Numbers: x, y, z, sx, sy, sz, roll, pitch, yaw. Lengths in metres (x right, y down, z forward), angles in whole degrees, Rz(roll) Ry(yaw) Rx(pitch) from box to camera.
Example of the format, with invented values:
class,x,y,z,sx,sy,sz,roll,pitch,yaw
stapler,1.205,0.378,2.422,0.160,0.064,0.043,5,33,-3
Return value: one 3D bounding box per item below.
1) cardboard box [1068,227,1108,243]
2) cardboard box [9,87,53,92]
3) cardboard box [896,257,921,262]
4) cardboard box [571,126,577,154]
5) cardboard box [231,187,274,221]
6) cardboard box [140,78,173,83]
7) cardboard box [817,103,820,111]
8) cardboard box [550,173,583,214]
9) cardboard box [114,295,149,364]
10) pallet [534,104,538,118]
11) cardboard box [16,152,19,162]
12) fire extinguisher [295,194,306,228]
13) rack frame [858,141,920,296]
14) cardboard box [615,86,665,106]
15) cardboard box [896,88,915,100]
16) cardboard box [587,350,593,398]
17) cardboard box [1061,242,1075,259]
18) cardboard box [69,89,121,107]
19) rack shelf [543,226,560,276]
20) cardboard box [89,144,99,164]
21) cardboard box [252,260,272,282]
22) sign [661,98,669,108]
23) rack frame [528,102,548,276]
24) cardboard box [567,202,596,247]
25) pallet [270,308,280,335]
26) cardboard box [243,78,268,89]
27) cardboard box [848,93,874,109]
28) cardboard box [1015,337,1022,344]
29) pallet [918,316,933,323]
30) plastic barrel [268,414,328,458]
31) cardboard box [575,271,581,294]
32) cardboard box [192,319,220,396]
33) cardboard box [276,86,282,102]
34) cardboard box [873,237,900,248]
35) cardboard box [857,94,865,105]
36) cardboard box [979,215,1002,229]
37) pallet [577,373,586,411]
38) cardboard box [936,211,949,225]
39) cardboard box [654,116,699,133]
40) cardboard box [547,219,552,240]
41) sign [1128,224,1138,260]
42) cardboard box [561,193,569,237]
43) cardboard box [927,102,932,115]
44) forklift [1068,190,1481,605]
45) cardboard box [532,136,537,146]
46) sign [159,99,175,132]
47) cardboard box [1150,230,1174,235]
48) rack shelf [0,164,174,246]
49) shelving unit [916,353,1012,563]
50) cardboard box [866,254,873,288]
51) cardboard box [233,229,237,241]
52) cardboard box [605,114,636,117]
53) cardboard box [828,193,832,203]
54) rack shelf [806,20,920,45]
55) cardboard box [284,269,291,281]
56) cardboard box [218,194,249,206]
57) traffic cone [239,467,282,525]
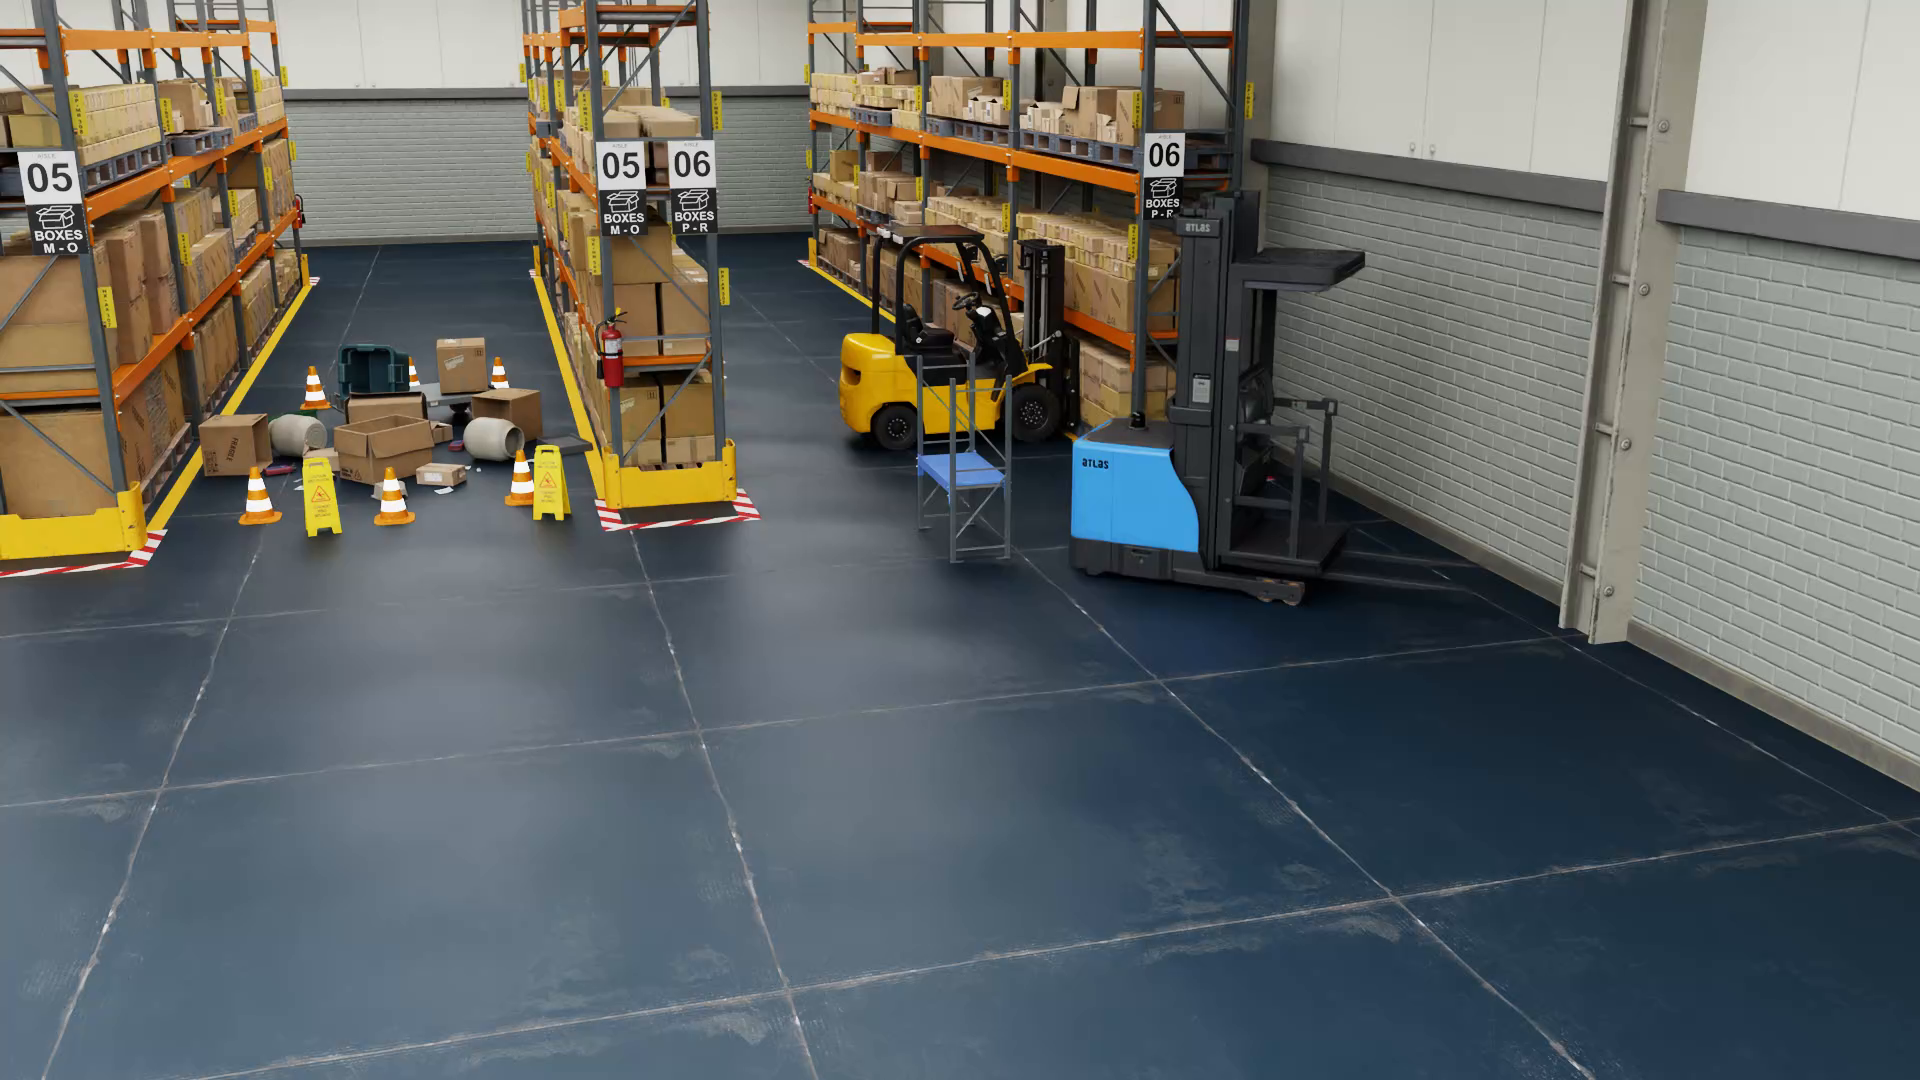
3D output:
class,x,y,z,sx,sy,sz,roll,pitch,yaw
cardboard box,1.377,-3.253,17.750,0.380,0.149,0.250,-5,17,-15
cardboard box,-8.389,-4.006,15.009,0.380,0.149,0.250,-5,17,-15
cardboard box,-0.757,-4.188,25.168,0.380,0.149,0.250,-6,18,-18
cardboard box,-3.579,-3.970,16.485,0.500,0.250,0.500,-5,17,-15
cardboard box,-10.536,-5.029,24.789,0.500,0.500,0.500,-5,17,-16
cardboard box,-10.059,-5.658,20.856,0.396,0.266,0.258,-5,17,-15
cardboard box,-2.375,-7.810,29.962,0.380,0.149,0.250,-4,17,-14
cardboard box,-5.205,-4.644,22.285,0.500,0.500,0.500,-5,17,-17
cardboard box,-7.695,-1.848,14.631,0.875,0.550,0.550,-5,17,-15
pallet,-6.126,-6.722,26.057,1.003,0.211,1.213,-5,17,-15
cardboard box,-7.970,-3.203,13.721,0.380,0.149,0.250,-5,17,-15
fire extinguisher,-11.367,-5.679,28.425,0.296,0.674,0.183,-5,17,-15
rack frame,-1.139,-5.494,27.029,1.000,3.000,0.127,-5,17,-15
cardboard box,-3.634,-5.024,18.910,0.500,0.250,0.500,-5,17,-16
cardboard box,-0.704,-6.447,24.038,0.380,0.149,0.250,-5,17,-16
cardboard box,-3.651,-1.800,17.475,0.500,0.500,0.500,-4,17,-13
cardboard box,1.300,-3.102,17.763,0.380,0.149,0.250,-5,17,-16
cardboard box,-7.549,-3.849,14.486,0.380,0.149,0.250,-4,17,-14
rack shelf,-5.361,-4.203,23.981,1.077,0.370,4.000,-5,17,-15
cardboard box,-7.201,-3.118,13.438,0.380,0.149,0.250,-5,17,-15
cardboard box,-10.195,-3.859,23.895,0.500,0.250,0.500,-5,17,-17
sign,-3.193,-4.617,17.996,0.100,0.325,0.005,-5,17,-15
rack frame,-7.010,-6.207,29.403,1.000,3.000,0.127,-5,17,-15
cardboard box,-3.568,-3.134,16.744,0.700,0.500,0.500,-5,17,-16
pallet,-10.427,-3.131,24.008,1.003,0.211,1.213,-5,17,-15
cardboard box,-10.966,-7.087,25.816,0.380,0.149,0.250,-5,17,-17
cardboard box,-1.513,-7.115,26.955,0.500,0.250,0.500,-5,17,-15
cardboard box,0.895,-2.247,19.399,0.500,0.250,0.500,-5,17,-16
pallet,-0.209,-3.262,24.444,1.003,0.211,1.213,-5,17,-15
plastic barrel,-6.657,-1.042,16.686,0.512,0.421,0.421,7,18,23
cardboard box,-3.859,-2.935,17.817,0.500,0.500,0.500,-5,17,-15
cardboard box,-8.962,-2.024,18.657,1.050,0.750,0.750,-5,17,-15
cardboard box,-11.370,-7.285,27.168,0.500,0.250,0.500,-5,18,-17
cardboard box,-1.179,-4.763,26.565,0.380,0.149,0.250,-6,18,-18
cardboard box,-1.402,-6.871,25.932,0.380,0.149,0.250,-5,17,-15
cardboard box,0.447,-3.921,20.490,0.380,0.149,0.250,-5,18,-17
pallet,-3.928,-1.768,19.470,1.003,0.211,1.213,-5,17,-15
cardboard box,-0.016,-4.275,22.361,0.500,0.250,0.500,-4,17,-14
cardboard box,-2.606,-3.812,15.265,0.380,0.149,0.250,-5,17,-15
cardboard box,-5.646,-4.461,23.851,0.500,0.250,0.500,-5,17,-16
sign,1.633,-2.804,15.648,0.100,0.325,0.005,-5,17,-15
cardboard box,-4.760,-4.100,20.965,0.500,0.500,0.500,-4,17,-12
cardboard box,-0.236,-5.841,22.472,0.380,0.166,0.250,-5,17,-15
forklift,2.416,-1.093,12.495,3.031,2.935,1.130,7,18,23
cardboard box,-7.077,-6.777,28.259,0.380,0.149,0.250,-4,17,-14
sign,-7.911,-4.235,16.587,0.100,0.325,0.005,-5,17,-15
cardboard box,2.019,-3.154,17.419,0.380,0.149,0.250,-5,17,-17
rack shelf,-7.894,-3.008,14.787,1.077,0.370,4.000,-5,17,-15
shelving unit,0.023,-0.695,13.658,0.538,1.500,1.048,-5,17,-15
cardboard box,-1.223,-4.347,26.824,0.500,0.500,0.500,-4,17,-13
cardboard box,-9.620,-3.944,21.576,0.380,0.149,0.250,-4,17,-12
cardboard box,-3.239,-3.910,15.593,0.380,0.149,0.250,-5,17,-17
cardboard box,-2.106,-6.008,29.174,0.380,0.149,0.250,-5,17,-17
rack shelf,-1.689,-8.575,28.112,1.077,0.370,4.000,-5,17,-15
cardboard box,-10.868,-4.211,26.464,0.380,0.149,0.250,-5,17,-15
cardboard box,-10.128,-4.733,23.168,0.380,0.149,0.250,-5,17,-15
traffic cone,-6.125,-0.406,14.501,0.336,0.463,0.334,-5,17,-15
